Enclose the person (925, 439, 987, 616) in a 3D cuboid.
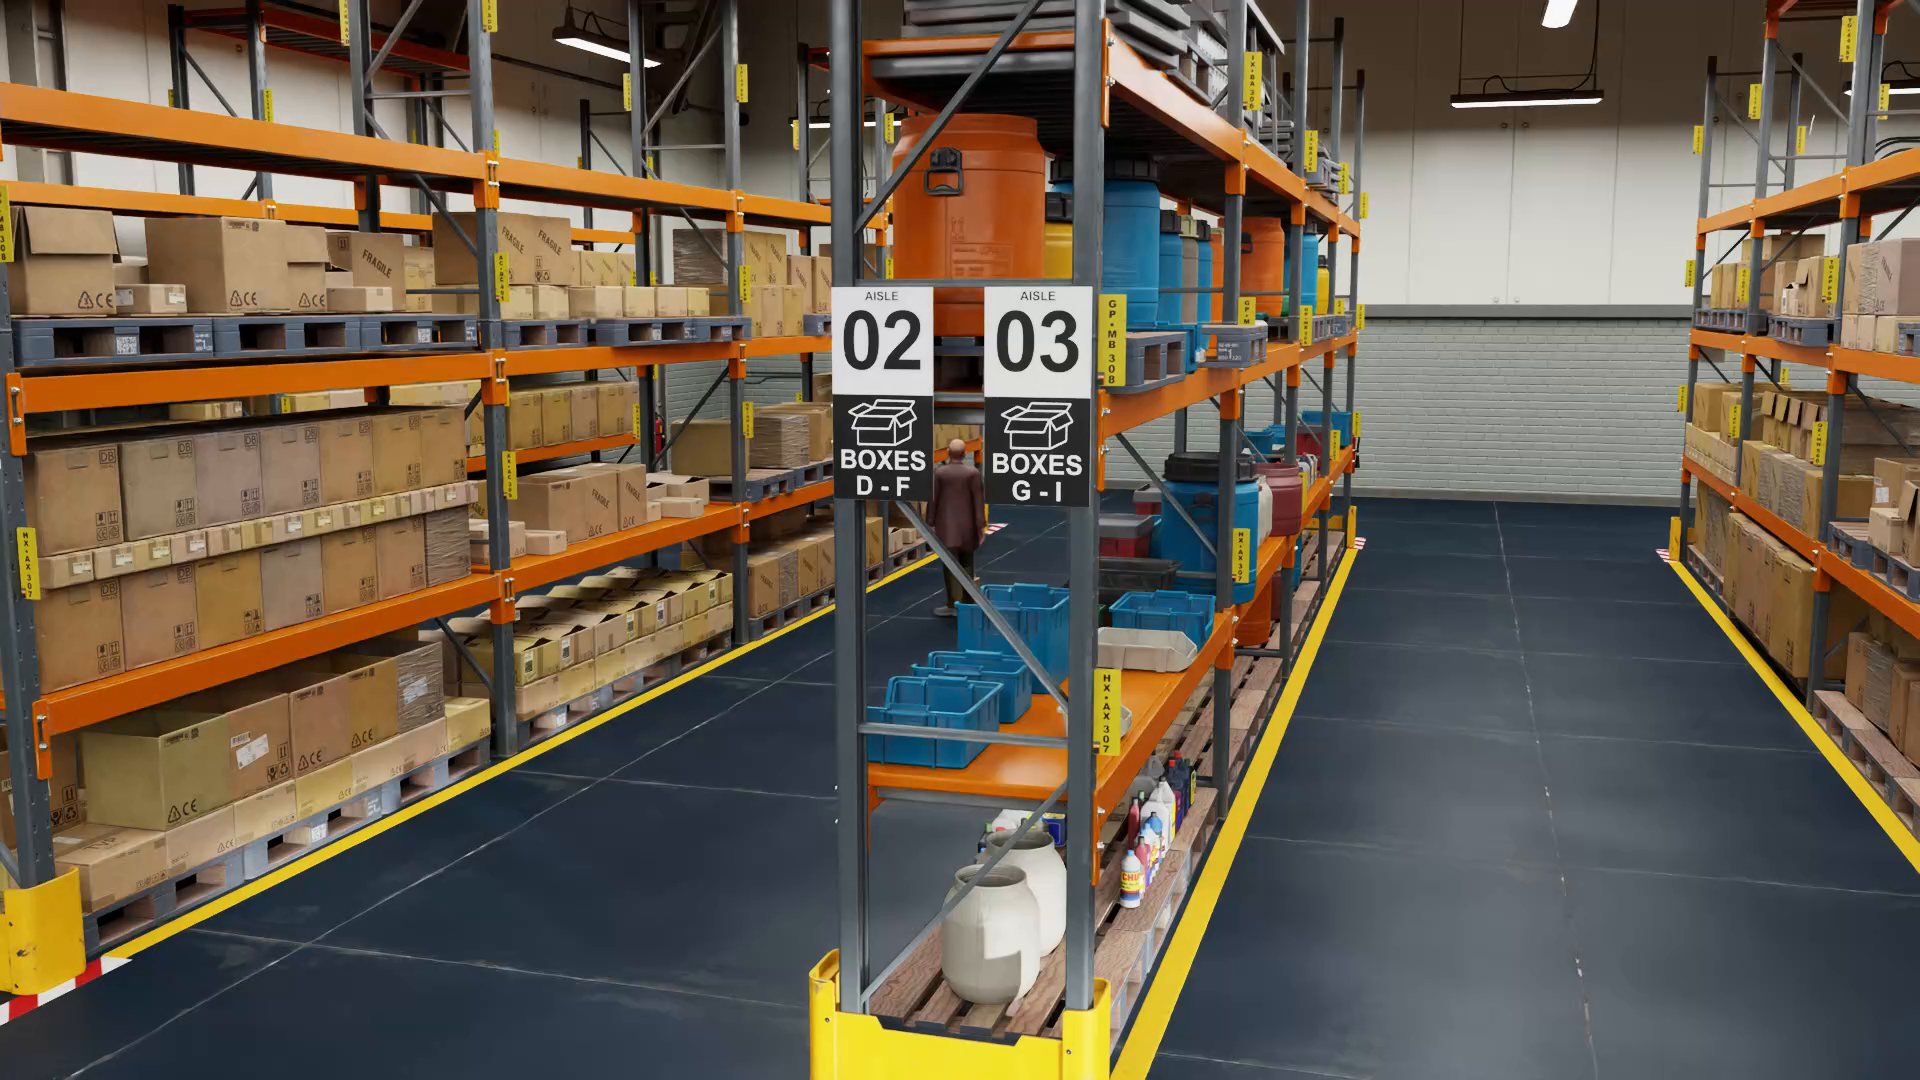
[{"bbox_3d":[-0.055,-0.040,16.792,0.590,1.571,0.736,-2,8,-11],"label":"person"}]
